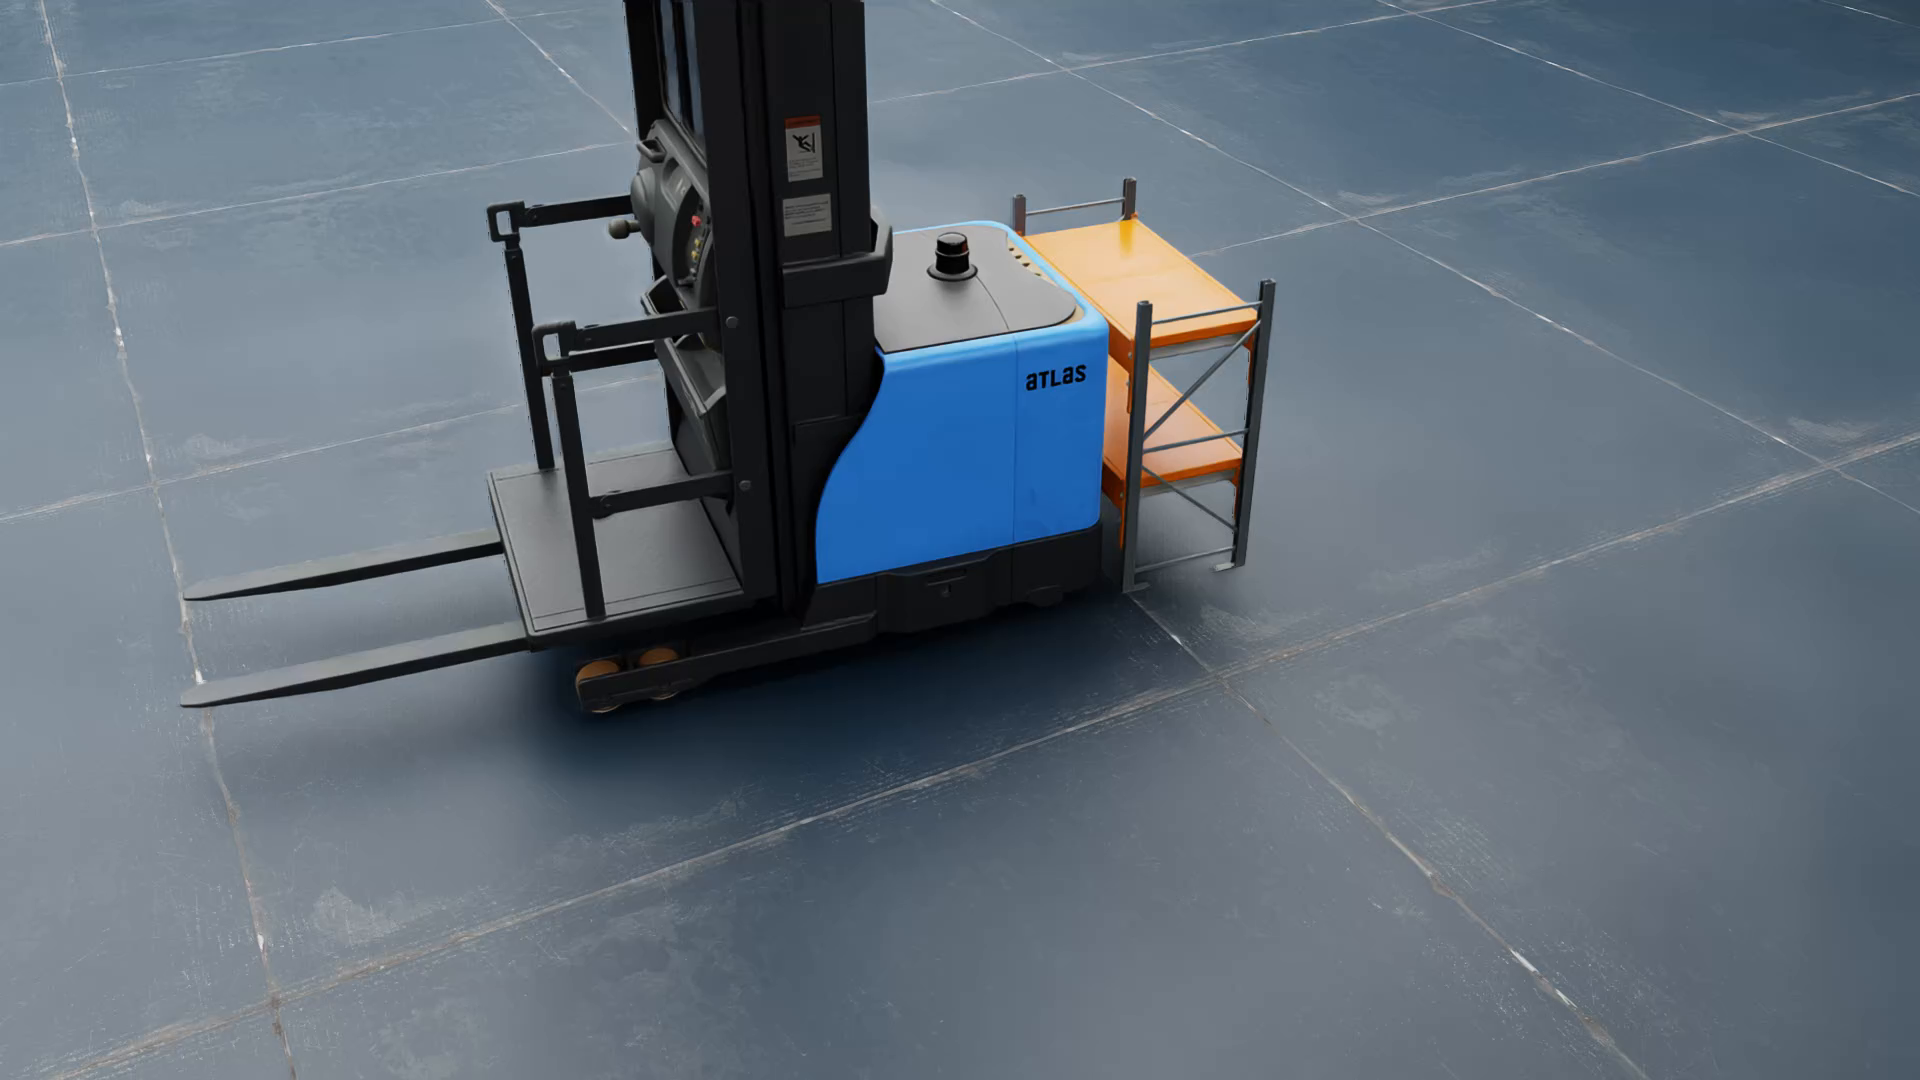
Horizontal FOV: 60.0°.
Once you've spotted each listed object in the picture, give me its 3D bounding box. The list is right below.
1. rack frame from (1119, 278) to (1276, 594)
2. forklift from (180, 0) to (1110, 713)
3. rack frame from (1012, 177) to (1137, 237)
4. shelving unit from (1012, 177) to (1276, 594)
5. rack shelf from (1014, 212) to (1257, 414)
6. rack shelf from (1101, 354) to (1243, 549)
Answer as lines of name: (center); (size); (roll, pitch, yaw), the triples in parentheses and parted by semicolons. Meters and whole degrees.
rack frame: (0.809, -0.338, 5.735); (0.500, 1.125, 0.032); (-12, 35, -18)
forklift: (-1.070, -0.998, 5.091); (3.031, 2.935, 1.130); (-12, 34, -17)
rack frame: (0.432, -0.847, 6.530); (0.500, 1.125, 0.032); (-12, 35, -18)
shelving unit: (0.620, -0.593, 6.132); (0.538, 1.125, 1.048); (-12, 35, -18)
rack shelf: (0.620, -0.839, 5.974); (0.538, 0.278, 1.000); (-12, 35, -18)
rack shelf: (0.620, -0.387, 6.264); (0.538, 0.278, 1.000); (-12, 35, -18)
